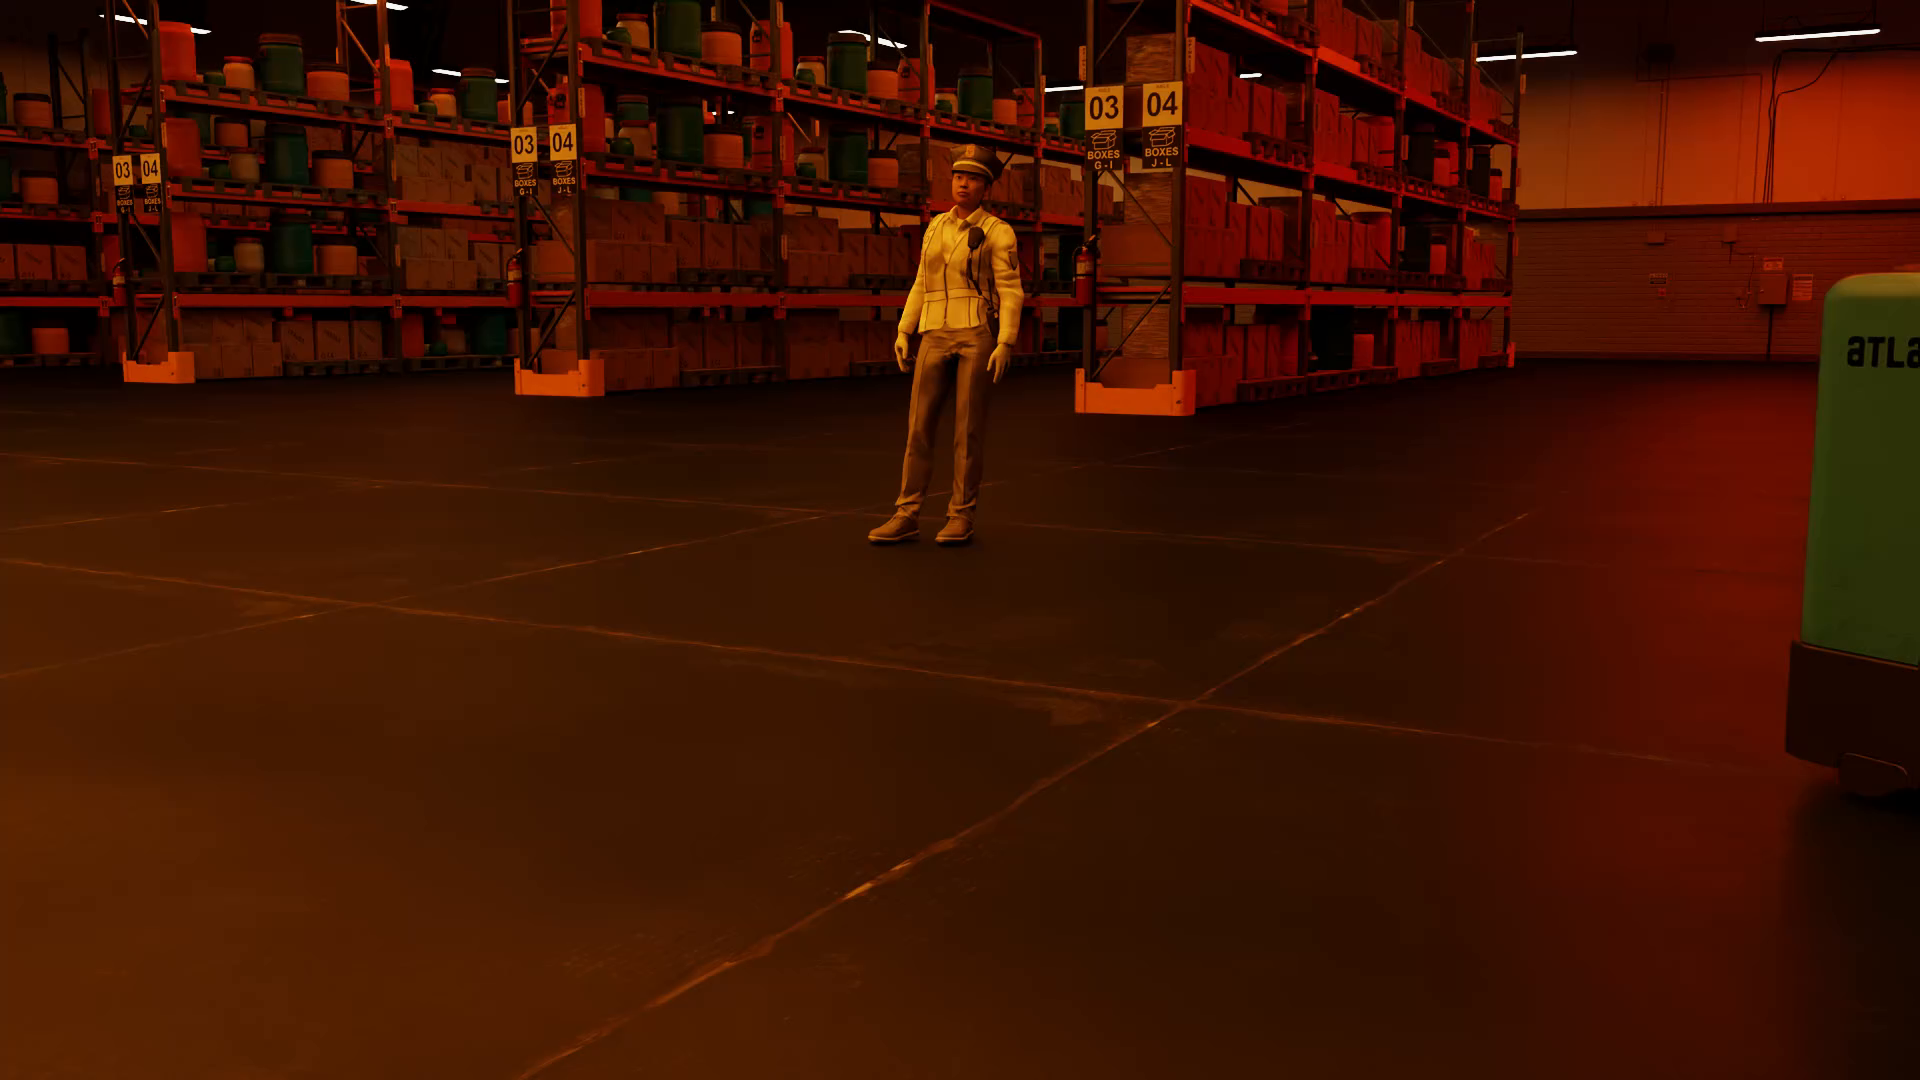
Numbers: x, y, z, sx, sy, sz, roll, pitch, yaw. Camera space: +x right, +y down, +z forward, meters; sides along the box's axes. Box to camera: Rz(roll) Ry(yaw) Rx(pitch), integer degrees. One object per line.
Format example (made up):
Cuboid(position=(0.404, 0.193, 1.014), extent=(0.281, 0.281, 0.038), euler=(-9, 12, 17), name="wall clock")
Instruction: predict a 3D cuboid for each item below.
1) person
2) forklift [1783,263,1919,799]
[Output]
Cuboid(position=(-0.039, -0.839, 7.141), extent=(0.587, 1.694, 0.530), euler=(4, 9, 29), name="person")
Cuboid(position=(2.849, -0.780, 2.246), extent=(1.130, 2.935, 3.031), euler=(-4, 9, -26), name="forklift")
